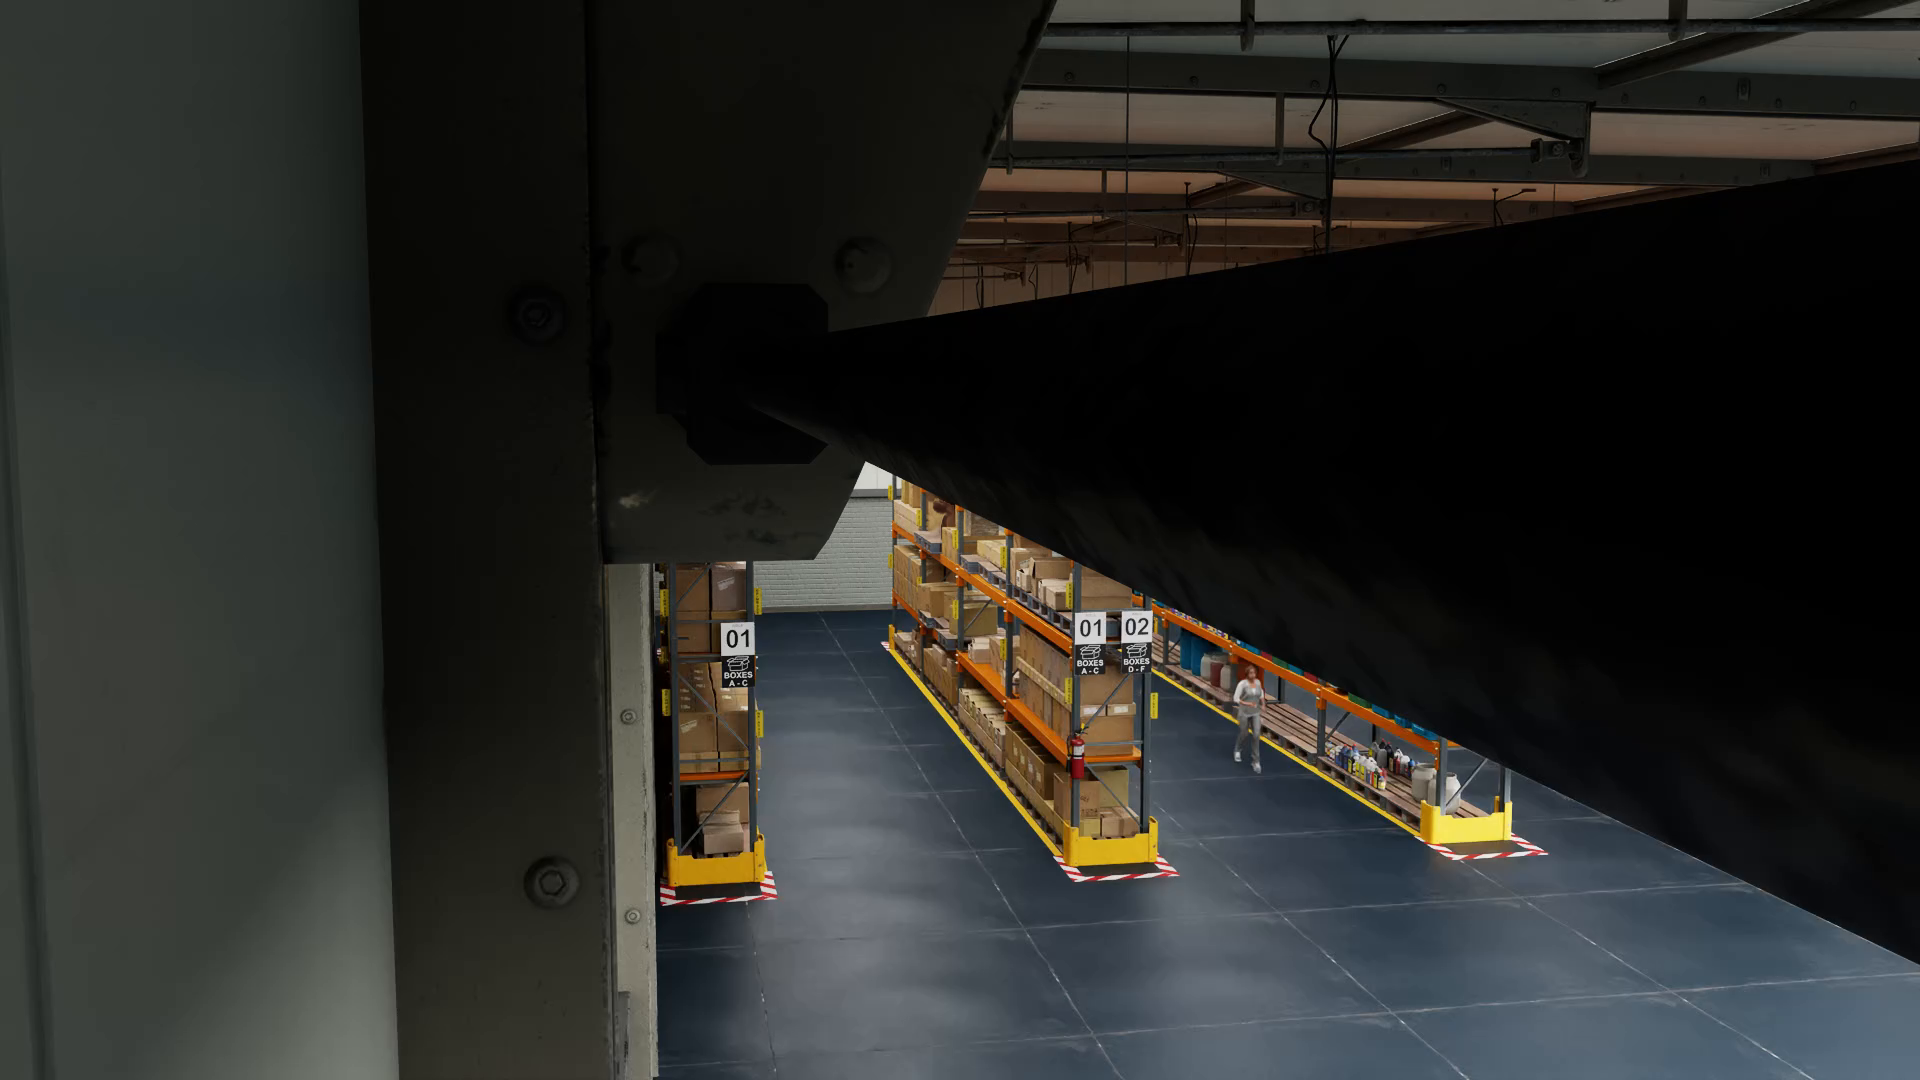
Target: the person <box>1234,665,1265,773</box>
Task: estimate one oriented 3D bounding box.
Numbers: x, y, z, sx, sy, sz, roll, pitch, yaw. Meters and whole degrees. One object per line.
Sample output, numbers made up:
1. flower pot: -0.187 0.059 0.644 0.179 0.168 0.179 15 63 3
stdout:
1. person: 4.491 2.742 25.850 0.557 1.634 0.758 -1 6 -12
